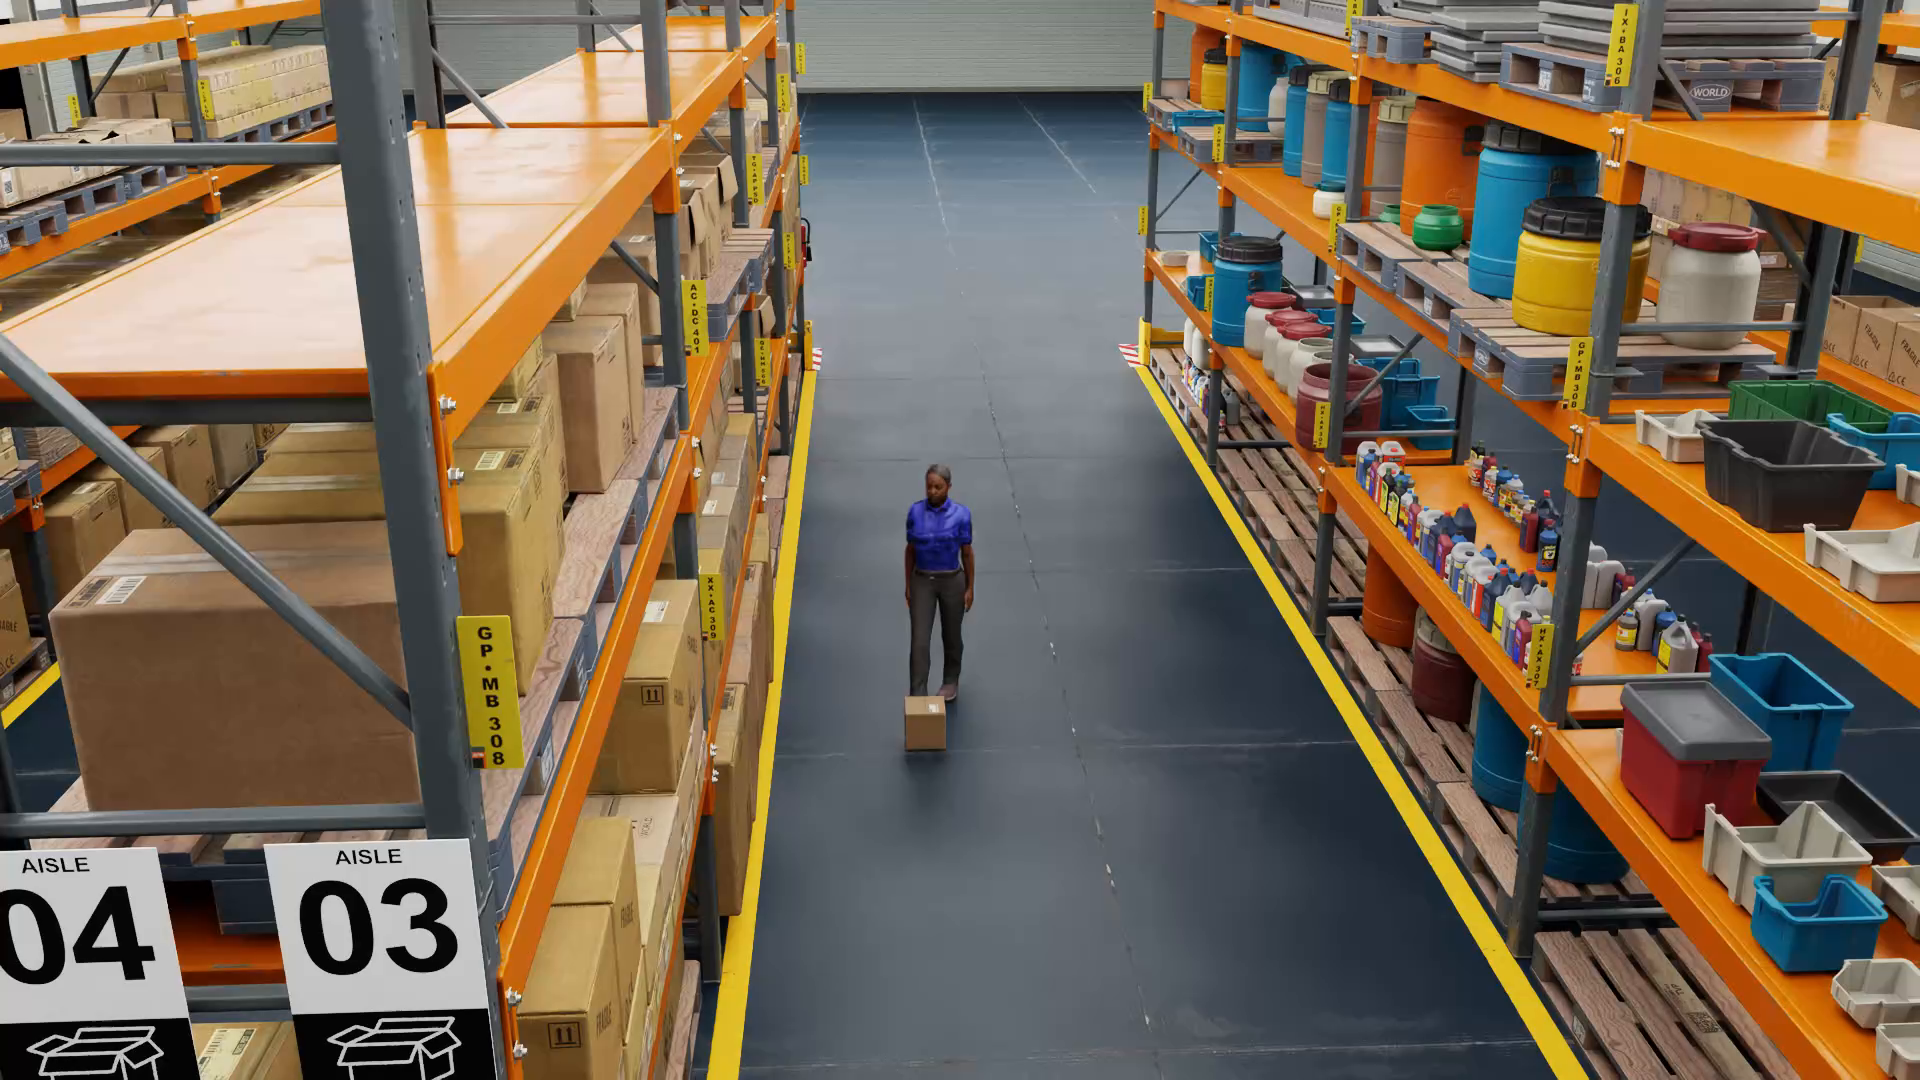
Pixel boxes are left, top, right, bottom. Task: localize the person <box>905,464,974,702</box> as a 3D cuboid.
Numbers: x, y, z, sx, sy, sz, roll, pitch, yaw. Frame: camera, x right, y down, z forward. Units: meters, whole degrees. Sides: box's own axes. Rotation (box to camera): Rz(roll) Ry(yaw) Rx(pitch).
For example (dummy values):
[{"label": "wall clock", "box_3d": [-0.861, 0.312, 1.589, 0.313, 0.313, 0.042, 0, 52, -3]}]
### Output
[{"label": "person", "box_3d": [-0.150, 0.335, 10.679, 0.458, 1.643, 0.697, 2, 21, 6]}]
